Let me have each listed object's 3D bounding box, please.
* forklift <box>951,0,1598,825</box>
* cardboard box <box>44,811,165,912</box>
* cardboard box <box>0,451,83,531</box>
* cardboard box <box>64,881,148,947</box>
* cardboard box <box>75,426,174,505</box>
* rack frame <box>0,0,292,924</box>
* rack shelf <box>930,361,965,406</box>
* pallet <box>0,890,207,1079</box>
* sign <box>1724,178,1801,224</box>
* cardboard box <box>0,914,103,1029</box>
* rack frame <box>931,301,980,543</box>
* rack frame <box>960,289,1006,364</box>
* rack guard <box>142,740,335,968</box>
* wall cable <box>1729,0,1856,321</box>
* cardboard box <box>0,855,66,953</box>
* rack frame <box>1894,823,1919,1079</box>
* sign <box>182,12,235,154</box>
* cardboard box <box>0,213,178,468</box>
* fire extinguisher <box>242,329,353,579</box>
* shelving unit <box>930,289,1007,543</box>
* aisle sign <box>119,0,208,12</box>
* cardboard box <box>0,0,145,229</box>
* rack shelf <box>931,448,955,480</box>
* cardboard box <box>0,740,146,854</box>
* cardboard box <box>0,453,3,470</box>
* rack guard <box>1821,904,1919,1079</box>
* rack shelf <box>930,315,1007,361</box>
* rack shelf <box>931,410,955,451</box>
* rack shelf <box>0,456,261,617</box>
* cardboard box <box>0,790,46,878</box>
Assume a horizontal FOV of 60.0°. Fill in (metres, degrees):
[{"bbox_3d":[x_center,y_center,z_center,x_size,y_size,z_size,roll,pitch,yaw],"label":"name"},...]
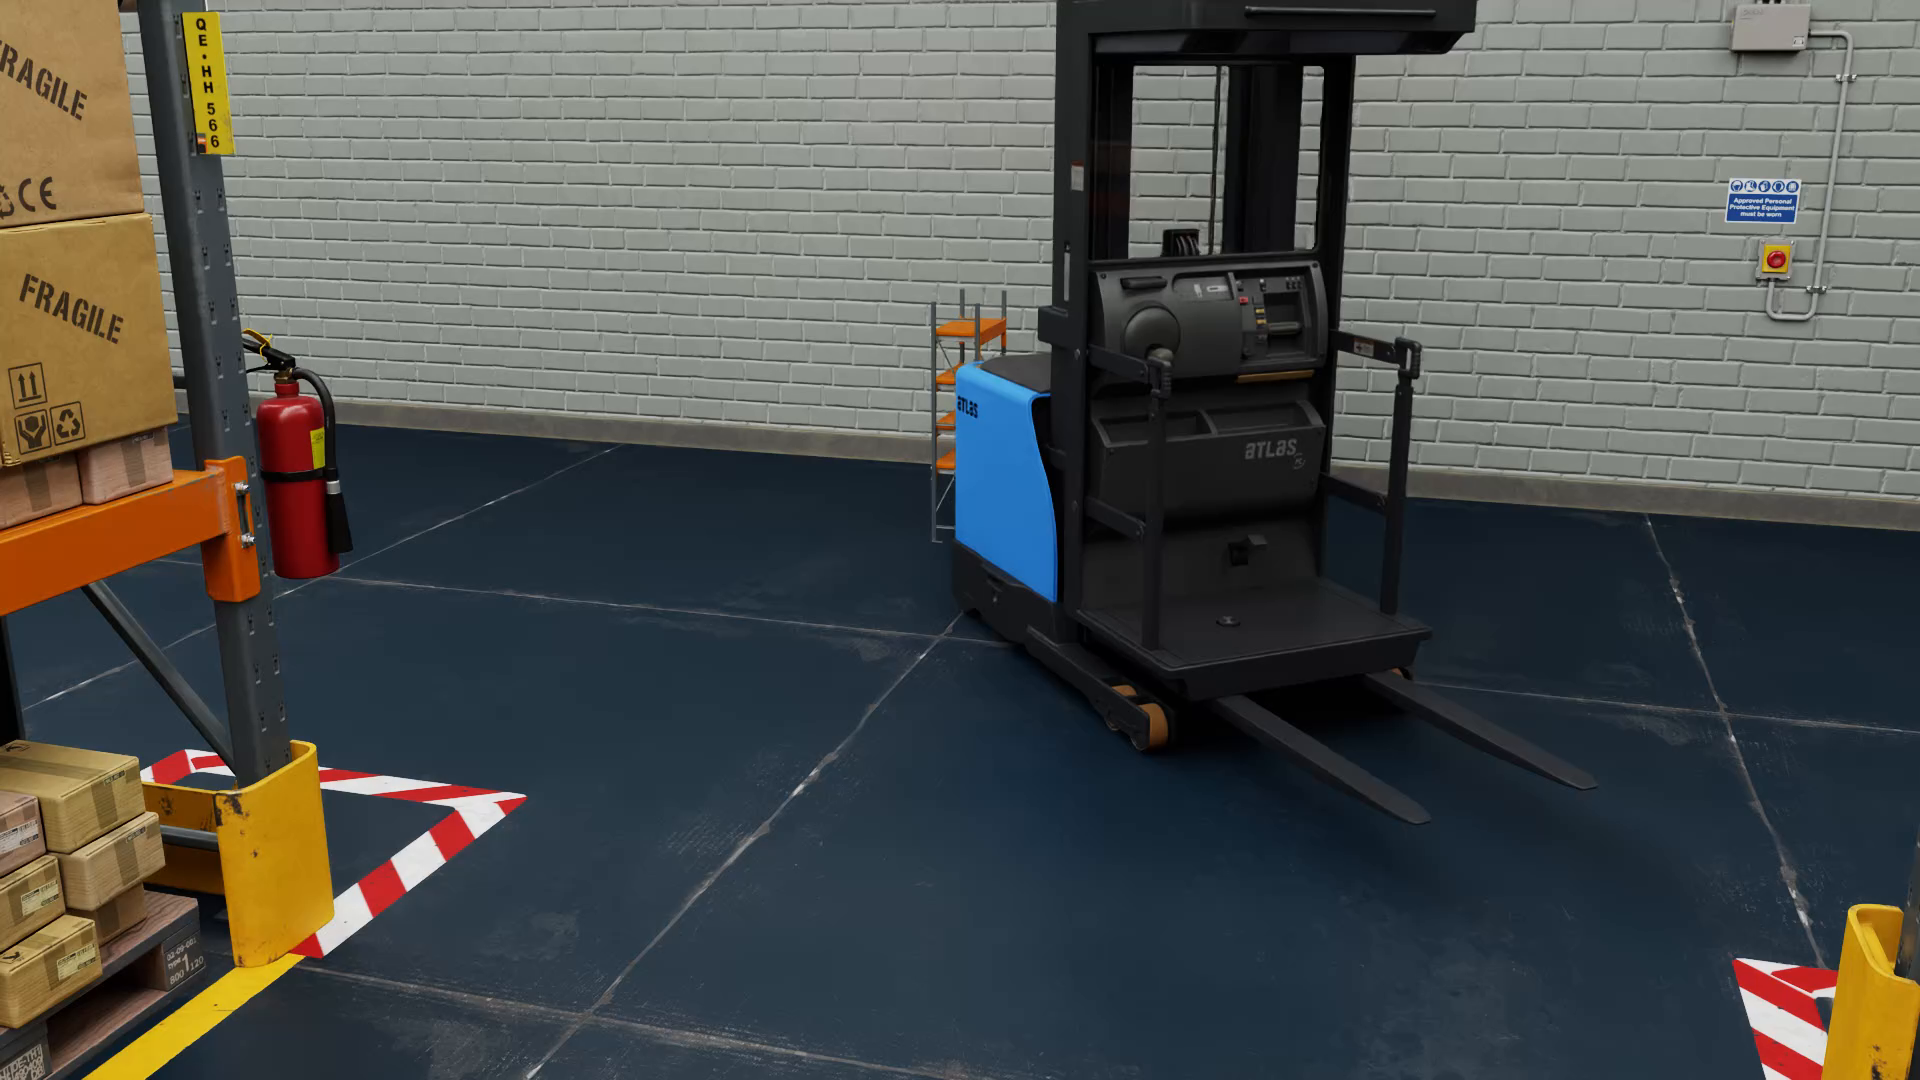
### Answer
[{"bbox_3d":[1.002,-0.811,5.817,1.130,2.935,3.031,-7,17,-22],"label":"forklift"},{"bbox_3d":[-2.191,0.762,4.056,0.380,0.149,0.250,4,16,14],"label":"cardboard box"},{"bbox_3d":[-2.243,-0.135,3.767,0.380,0.149,0.250,5,16,16],"label":"cardboard box"},{"bbox_3d":[-2.264,0.899,4.119,0.380,0.149,0.250,5,17,17],"label":"cardboard box"},{"bbox_3d":[-2.136,-0.197,3.986,0.380,0.149,0.250,5,16,16],"label":"cardboard box"},{"bbox_3d":[-2.315,-0.425,4.330,1.000,3.000,0.127,5,16,16],"label":"rack frame"},{"bbox_3d":[0.047,-0.771,8.276,0.258,0.148,0.480,5,16,16],"label":"rack shelf"},{"bbox_3d":[-2.601,1.146,3.901,1.003,0.211,1.213,5,16,16],"label":"pallet"},{"bbox_3d":[4.011,-1.694,8.310,0.327,0.218,0.001,5,16,16],"label":"sign"},{"bbox_3d":[-2.240,0.974,3.854,0.380,0.149,0.250,5,17,18],"label":"cardboard box"},{"bbox_3d":[-0.022,-0.557,8.093,0.240,1.200,0.015,5,16,16],"label":"rack frame"},{"bbox_3d":[0.116,-0.684,8.543,0.240,1.200,0.015,5,16,16],"label":"rack frame"},{"bbox_3d":[-2.336,0.798,4.601,1.175,0.500,0.348,5,16,16],"label":"rack guard"},{"bbox_3d":[4.040,-2.048,8.134,0.585,1.953,0.123,5,16,16],"label":"wall cable"},{"bbox_3d":[-2.317,0.826,3.830,0.380,0.149,0.250,4,16,15],"label":"cardboard box"},{"bbox_3d":[2.463,-0.067,3.069,0.949,2.616,0.053,5,16,16],"label":"rack frame"},{"bbox_3d":[-1.788,-1.086,3.959,0.100,0.325,0.005,5,16,16],"label":"sign"},{"bbox_3d":[-2.195,-0.478,3.791,0.500,0.500,0.500,5,17,17],"label":"cardboard box"},{"bbox_3d":[-1.800,-0.238,4.498,0.296,0.674,0.183,5,16,16],"label":"fire extinguisher"},{"bbox_3d":[0.047,-0.621,8.318,0.258,1.200,0.503,5,16,16],"label":"shelving unit"},{"bbox_3d":[-2.006,-1.671,3.961,0.394,0.787,0.004,5,16,16],"label":"aisle sign"},{"bbox_3d":[-2.206,-0.958,3.649,0.500,0.500,0.500,4,16,15],"label":"cardboard box"},{"bbox_3d":[0.047,-0.365,8.391,0.258,0.148,0.480,5,16,16],"label":"rack shelf"},{"bbox_3d":[-2.222,0.617,4.023,0.380,0.149,0.250,5,17,17],"label":"cardboard box"},{"bbox_3d":[-2.347,-0.344,3.317,0.500,0.500,0.500,4,16,15],"label":"cardboard box"},{"bbox_3d":[2.467,1.129,3.433,1.175,0.500,0.348,5,16,16],"label":"rack guard"},{"bbox_3d":[0.047,-0.999,8.211,0.258,0.148,0.480,5,16,16],"label":"rack shelf"},{"bbox_3d":[0.047,-0.556,8.337,0.258,0.148,0.480,5,16,16],"label":"rack shelf"},{"bbox_3d":[-2.883,0.445,2.583,1.077,0.370,4.000,5,16,16],"label":"rack shelf"},{"bbox_3d":[-2.348,0.678,3.807,0.380,0.149,0.250,5,17,17],"label":"cardboard box"}]
